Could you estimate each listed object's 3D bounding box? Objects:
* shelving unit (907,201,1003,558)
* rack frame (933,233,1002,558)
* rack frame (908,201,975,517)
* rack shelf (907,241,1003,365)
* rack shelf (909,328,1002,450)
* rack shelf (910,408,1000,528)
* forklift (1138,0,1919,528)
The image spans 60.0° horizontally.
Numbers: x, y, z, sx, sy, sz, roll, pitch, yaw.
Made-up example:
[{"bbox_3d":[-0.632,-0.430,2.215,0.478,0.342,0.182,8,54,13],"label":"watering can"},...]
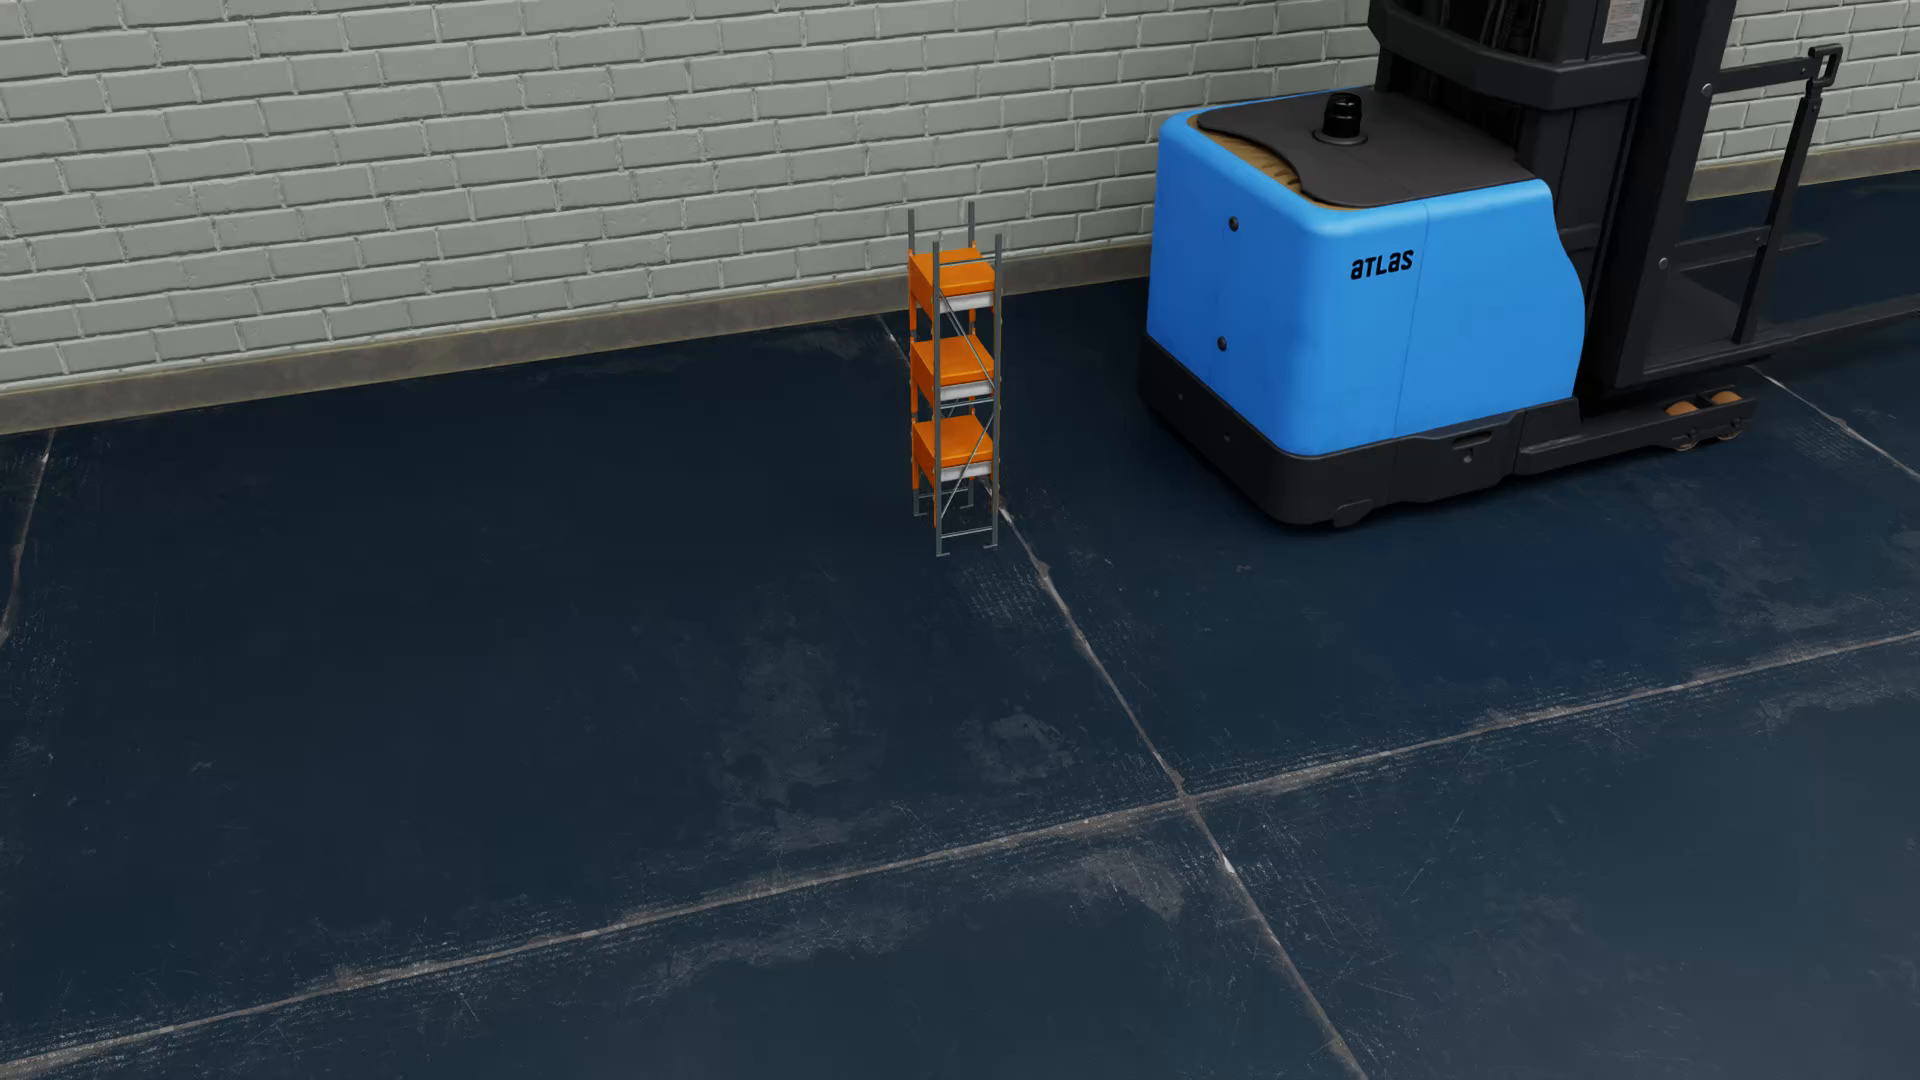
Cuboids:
[{"bbox_3d":[-0.016,-0.466,5.003,0.215,1.050,0.252,-10,35,-15],"label":"shelving unit"},{"bbox_3d":[0.021,-0.402,4.906,0.200,1.050,0.008,-10,35,-15],"label":"rack frame"},{"bbox_3d":[-0.054,-0.530,5.100,0.200,1.050,0.008,-10,35,-15],"label":"rack frame"},{"bbox_3d":[-0.016,-0.694,4.852,0.215,0.259,0.240,-10,35,-15],"label":"rack shelf"},{"bbox_3d":[-0.016,-0.457,5.009,0.215,0.259,0.240,-10,35,-15],"label":"rack shelf"},{"bbox_3d":[-0.016,-0.225,5.162,0.215,0.259,0.240,-10,35,-15],"label":"rack shelf"},{"bbox_3d":[2.199,-1.783,5.289,3.031,2.935,1.130,-13,36,-19],"label":"forklift"}]
